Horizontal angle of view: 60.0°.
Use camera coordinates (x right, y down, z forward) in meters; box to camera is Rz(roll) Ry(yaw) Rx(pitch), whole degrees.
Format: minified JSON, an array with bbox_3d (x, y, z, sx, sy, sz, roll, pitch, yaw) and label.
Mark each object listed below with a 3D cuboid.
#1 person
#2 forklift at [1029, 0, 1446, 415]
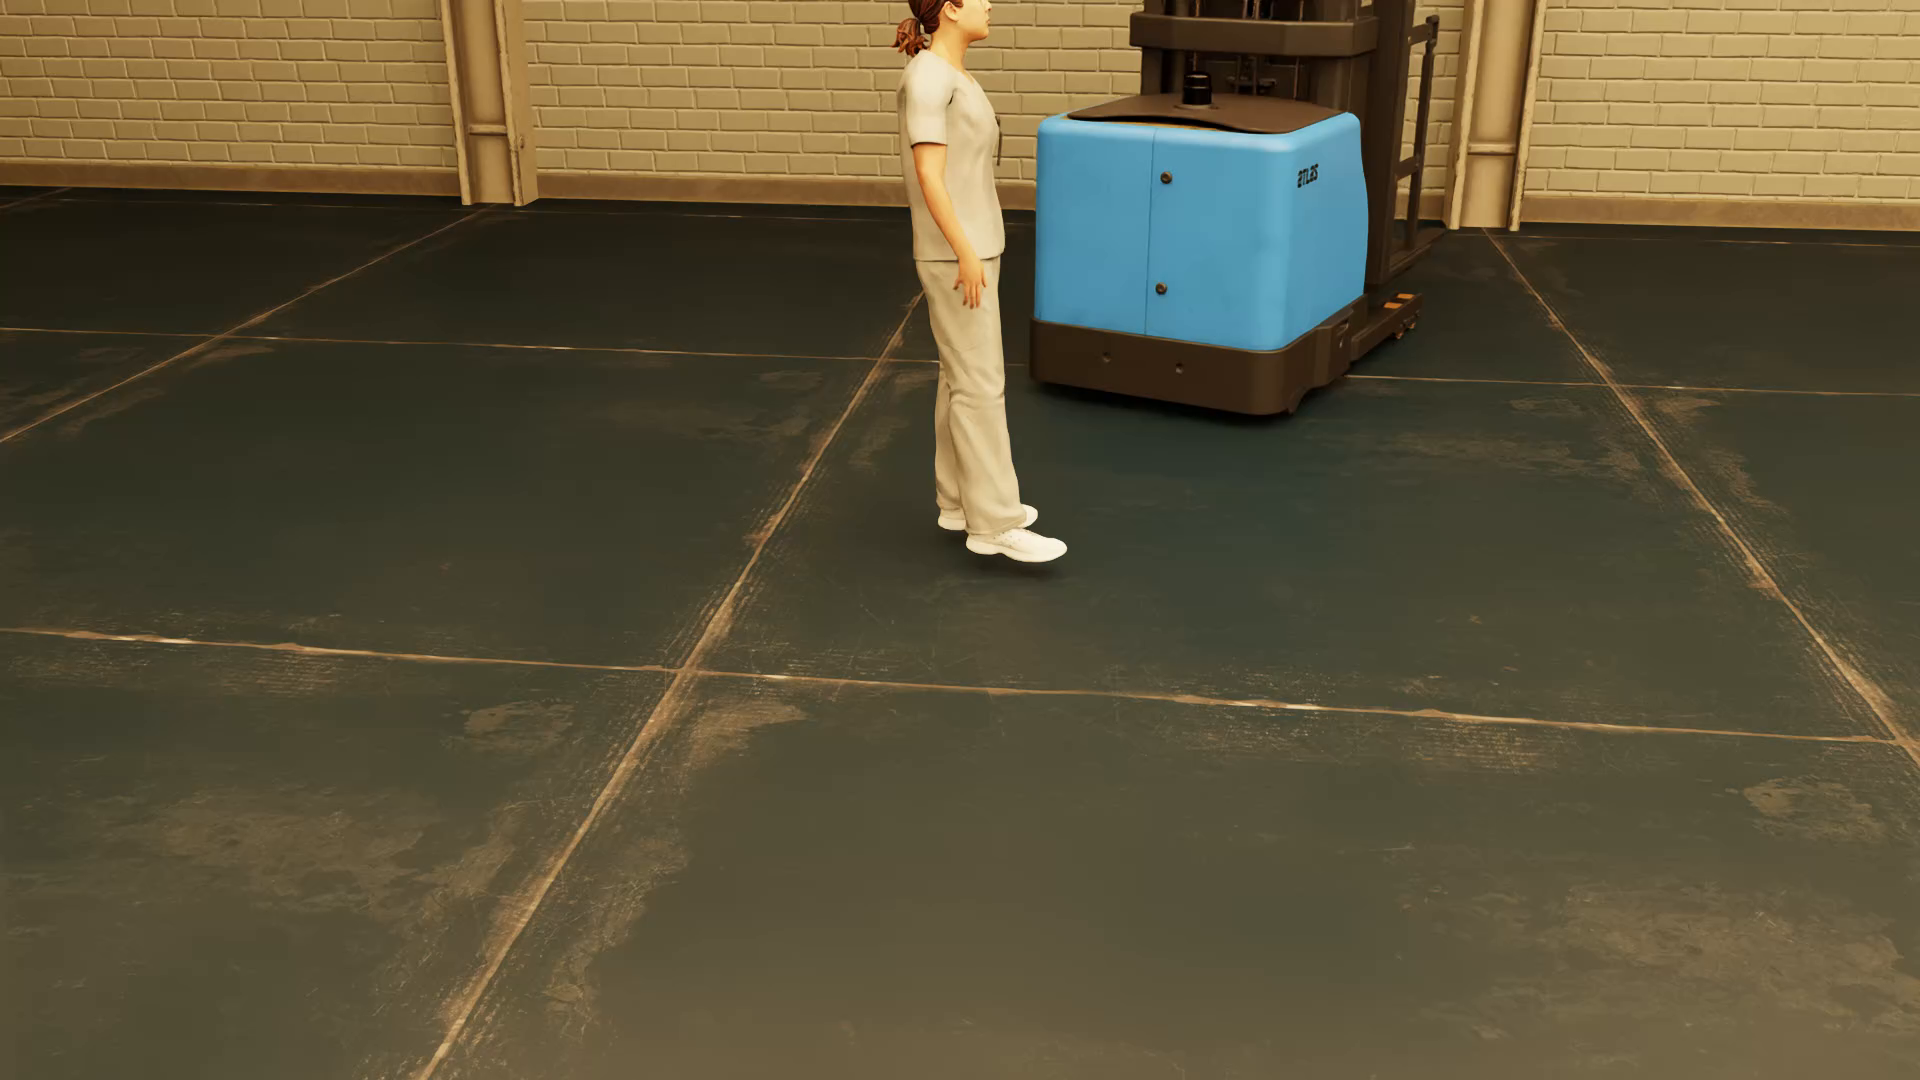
[{"bbox_3d":[0.071,-0.813,4.825,0.549,1.675,0.549,3,22,7],"label":"person"},{"bbox_3d":[1.447,-2.326,7.029,1.130,2.935,3.031,12,25,28],"label":"forklift"}]
